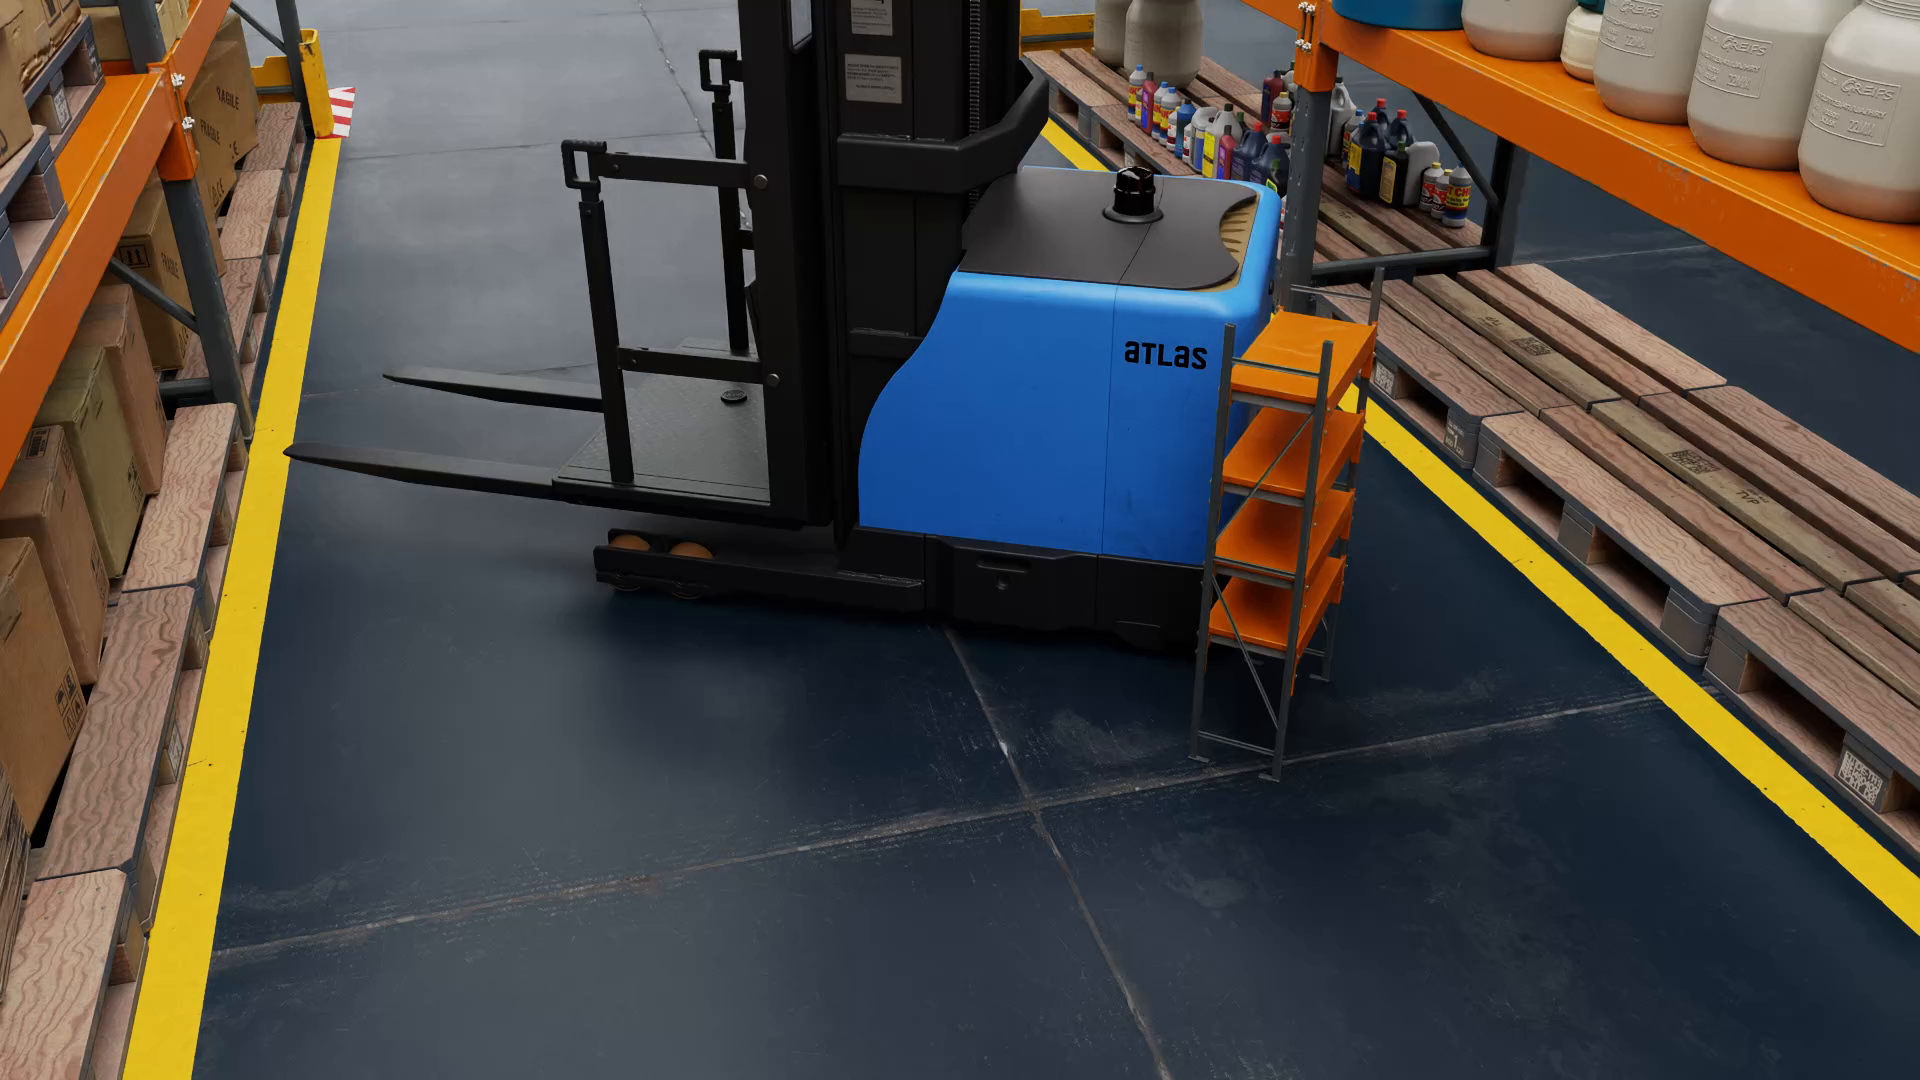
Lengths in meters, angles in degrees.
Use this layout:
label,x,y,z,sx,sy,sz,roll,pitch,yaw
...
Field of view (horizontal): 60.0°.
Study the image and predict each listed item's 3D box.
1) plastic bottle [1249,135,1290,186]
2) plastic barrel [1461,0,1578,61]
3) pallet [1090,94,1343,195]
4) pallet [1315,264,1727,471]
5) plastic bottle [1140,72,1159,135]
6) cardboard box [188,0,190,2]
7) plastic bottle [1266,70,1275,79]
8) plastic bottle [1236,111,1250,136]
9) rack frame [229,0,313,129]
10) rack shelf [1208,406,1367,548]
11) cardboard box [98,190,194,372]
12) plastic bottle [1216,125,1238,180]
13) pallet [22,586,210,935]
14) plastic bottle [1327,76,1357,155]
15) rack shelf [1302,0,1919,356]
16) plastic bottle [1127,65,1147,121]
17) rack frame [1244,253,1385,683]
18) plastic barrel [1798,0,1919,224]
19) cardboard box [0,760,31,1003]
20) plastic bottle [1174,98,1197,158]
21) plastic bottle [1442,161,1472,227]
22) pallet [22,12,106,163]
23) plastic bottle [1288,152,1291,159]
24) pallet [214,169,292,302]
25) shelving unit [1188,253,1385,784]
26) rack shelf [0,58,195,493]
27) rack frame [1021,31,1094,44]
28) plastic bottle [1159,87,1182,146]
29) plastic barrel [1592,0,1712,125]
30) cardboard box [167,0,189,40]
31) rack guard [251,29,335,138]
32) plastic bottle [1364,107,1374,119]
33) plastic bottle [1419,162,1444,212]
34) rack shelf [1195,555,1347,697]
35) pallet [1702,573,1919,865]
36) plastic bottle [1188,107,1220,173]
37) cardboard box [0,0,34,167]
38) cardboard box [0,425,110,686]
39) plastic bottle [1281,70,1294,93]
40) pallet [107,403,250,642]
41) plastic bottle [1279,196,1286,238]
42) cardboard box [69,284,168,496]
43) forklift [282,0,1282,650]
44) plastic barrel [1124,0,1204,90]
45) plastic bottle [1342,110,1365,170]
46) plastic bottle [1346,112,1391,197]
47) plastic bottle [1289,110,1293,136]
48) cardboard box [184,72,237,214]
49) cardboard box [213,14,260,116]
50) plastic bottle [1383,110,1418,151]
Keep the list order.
label,x,y,z,sx,sy,sz,roll,pitch,yaw
plastic bottle,1.343,-1.579,7.188,0.144,0.351,0.185,-9,31,-15
plastic barrel,1.834,-1.829,5.281,0.433,0.535,0.433,0,30,0
pallet,1.326,-1.975,8.452,1.003,0.211,1.213,-8,31,-13
pallet,2.037,-0.681,6.216,1.003,0.211,1.213,-8,31,-13
plastic bottle,0.953,-2.180,8.294,0.061,0.283,0.133,-7,31,-12
cardboard box,-2.973,-1.997,5.957,0.380,0.149,0.250,-8,31,-13
plastic bottle,1.640,-2.344,8.660,0.097,0.201,0.097,0,30,0
plastic bottle,1.298,-1.824,7.680,0.061,0.283,0.133,-8,31,-13
rack frame,-4.046,-3.535,8.363,1.000,3.000,0.127,-8,31,-13
rack shelf,0.802,-0.180,4.051,0.258,0.148,0.480,13,33,22
cardboard box,-3.051,-0.902,5.890,0.500,0.500,0.500,-9,31,-15
plastic bottle,1.208,-1.715,7.491,0.061,0.283,0.133,-6,31,-10
pallet,-2.448,0.570,4.055,1.003,0.211,1.213,-8,31,-13
plastic bottle,1.814,-2.047,7.998,0.144,0.351,0.185,-8,31,-14
rack shelf,2.322,-0.985,4.675,1.077,0.370,4.000,-8,31,-13
plastic bottle,0.911,-2.286,8.490,0.097,0.271,0.097,0,30,0
rack frame,0.906,-0.155,4.320,0.240,1.200,0.015,13,33,22
plastic barrel,2.262,-1.050,3.959,0.421,0.512,0.421,0,30,0
cardboard box,-2.279,0.633,3.218,0.700,0.500,0.500,-10,32,-17
plastic bottle,1.082,-1.975,7.951,0.097,0.271,0.097,0,30,0
plastic bottle,2.130,-1.484,7.103,0.097,0.271,0.097,0,30,0
pallet,-2.921,-1.132,4.403,1.003,0.211,1.213,-8,31,-13
plastic bottle,1.482,-1.598,7.221,0.144,0.351,0.185,-8,31,-13
pallet,-3.524,-1.306,7.296,1.003,0.211,1.213,-8,31,-13
shelving unit,0.802,-0.044,4.129,0.258,1.200,0.503,13,33,22
rack shelf,-2.453,-0.326,3.537,1.077,0.370,4.000,-8,31,-13
rack frame,0.730,-4.194,9.501,1.000,3.000,0.127,-8,31,-13
plastic bottle,1.028,-2.072,8.121,0.097,0.271,0.097,0,30,0
plastic barrel,2.029,-1.475,4.669,0.433,0.535,0.433,0,30,0
cardboard box,-2.805,-1.761,5.549,0.380,0.149,0.250,-8,31,-13
rack guard,-4.025,-2.417,8.926,1.175,0.500,0.348,-8,31,-13
plastic bottle,1.924,-1.898,7.807,0.061,0.283,0.133,-6,31,-11
plastic bottle,2.076,-1.552,7.291,0.097,0.201,0.097,0,30,0
rack shelf,0.802,0.186,4.262,0.258,0.148,0.480,13,33,22
pallet,2.685,0.498,4.180,1.003,0.211,1.213,-8,31,-13
plastic bottle,1.167,-1.874,7.773,0.152,0.276,0.135,-7,31,-12
cardboard box,-2.435,-1.005,3.469,0.797,0.503,0.637,-5,30,-8
cardboard box,-2.584,0.091,4.155,0.700,0.500,0.500,-11,32,-18
plastic bottle,1.680,-2.251,8.425,0.152,0.276,0.135,-8,31,-13
pallet,-2.776,-0.021,5.075,1.003,0.211,1.213,-8,31,-13
plastic bottle,1.395,-1.375,6.985,0.097,0.201,0.097,0,30,0
cardboard box,-2.842,-0.412,5.024,0.700,0.500,0.500,-10,32,-17
forklift,-0.607,-1.341,4.641,3.031,2.935,1.130,7,31,12
plastic barrel,1.111,-2.749,9.069,0.421,0.512,0.421,0,30,0
plastic bottle,1.852,-1.874,7.777,0.097,0.271,0.097,0,30,0
plastic bottle,1.838,-1.732,7.453,0.144,0.351,0.185,-8,31,-13
plastic bottle,1.660,-2.035,8.126,0.097,0.201,0.097,0,30,0
cardboard box,-3.556,-1.742,7.342,0.500,0.500,0.500,-5,30,-9
cardboard box,-3.896,-2.331,8.360,0.500,0.500,0.500,-2,30,-4
plastic bottle,1.977,-1.751,7.486,0.144,0.351,0.185,-7,31,-12
